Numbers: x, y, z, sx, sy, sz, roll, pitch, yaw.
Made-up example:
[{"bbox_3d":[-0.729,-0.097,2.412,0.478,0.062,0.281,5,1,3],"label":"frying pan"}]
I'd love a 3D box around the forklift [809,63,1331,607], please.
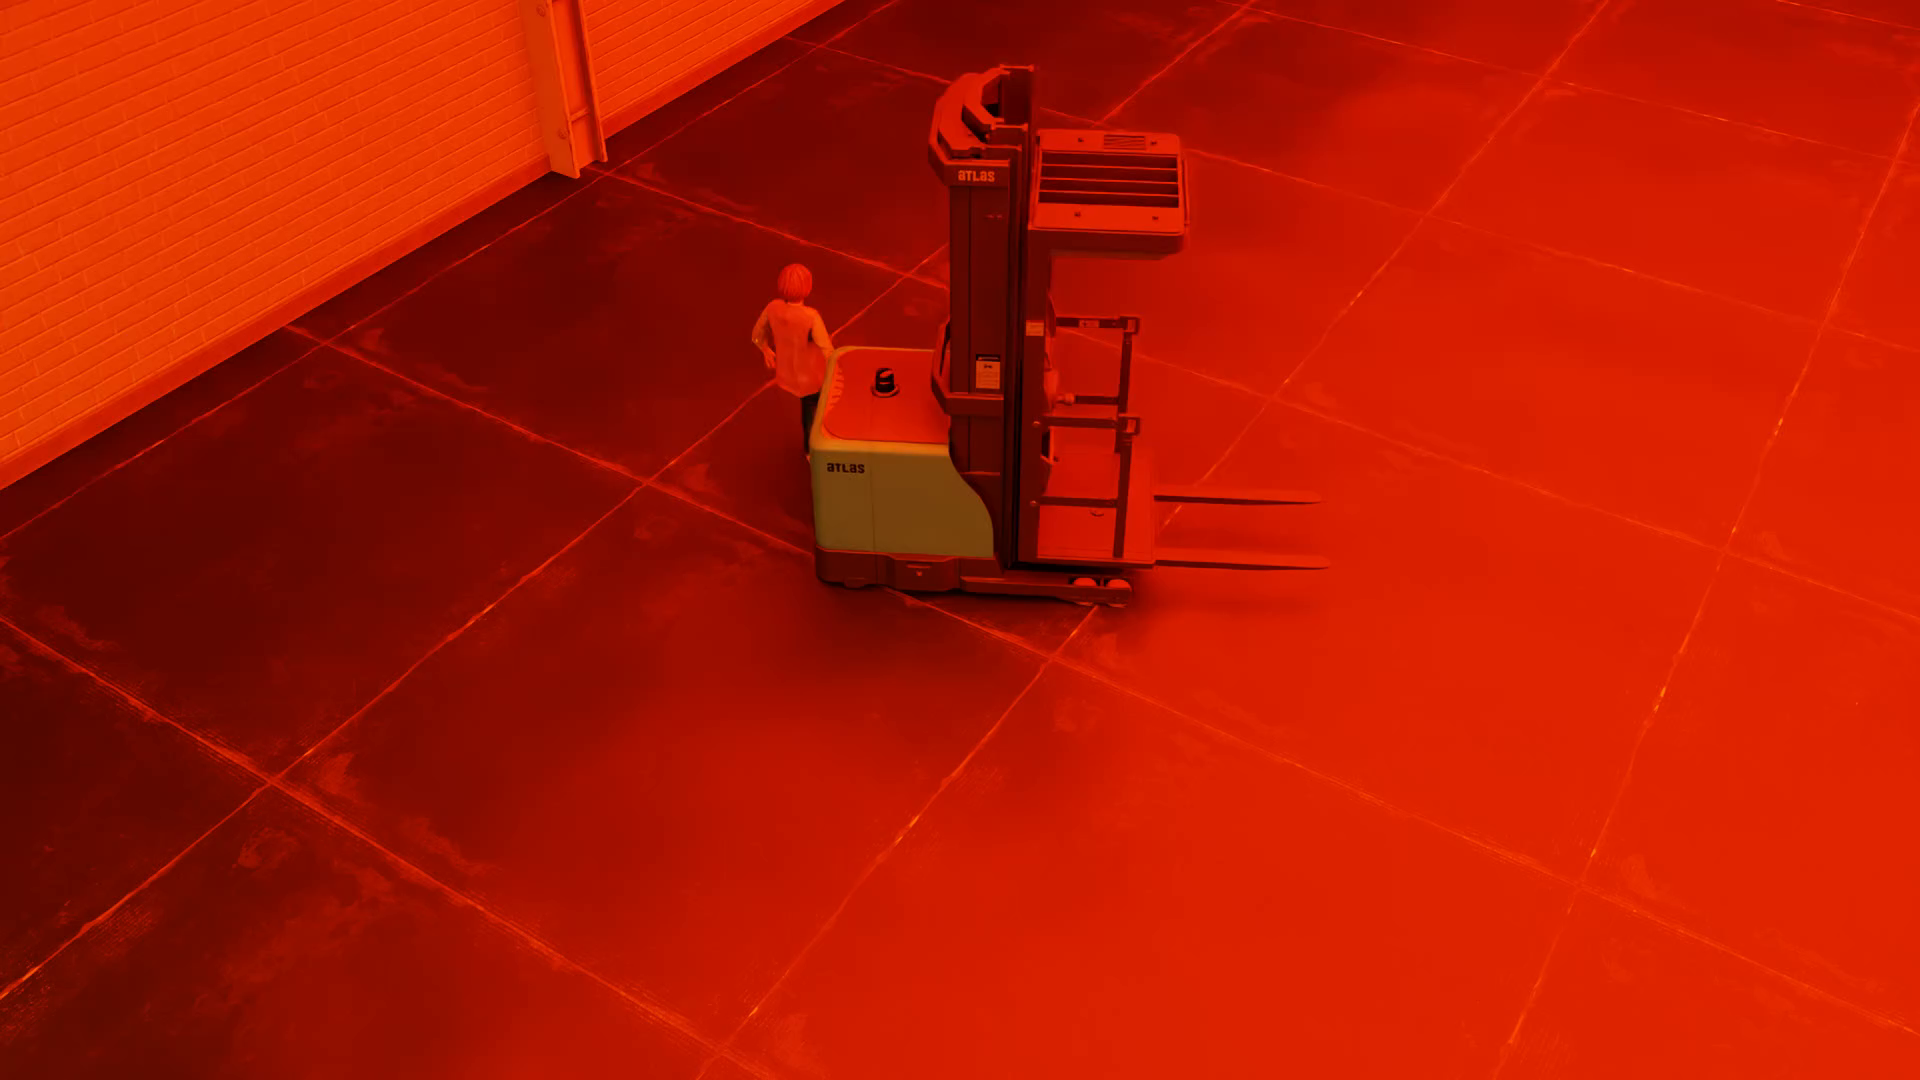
[{"bbox_3d":[0.683,-1.084,9.246,3.031,2.935,1.130,3,40,3],"label":"forklift"}]

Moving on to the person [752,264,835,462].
[{"bbox_3d":[-0.904,-1.041,10.303,0.693,1.532,0.454,25,46,27],"label":"person"}]
